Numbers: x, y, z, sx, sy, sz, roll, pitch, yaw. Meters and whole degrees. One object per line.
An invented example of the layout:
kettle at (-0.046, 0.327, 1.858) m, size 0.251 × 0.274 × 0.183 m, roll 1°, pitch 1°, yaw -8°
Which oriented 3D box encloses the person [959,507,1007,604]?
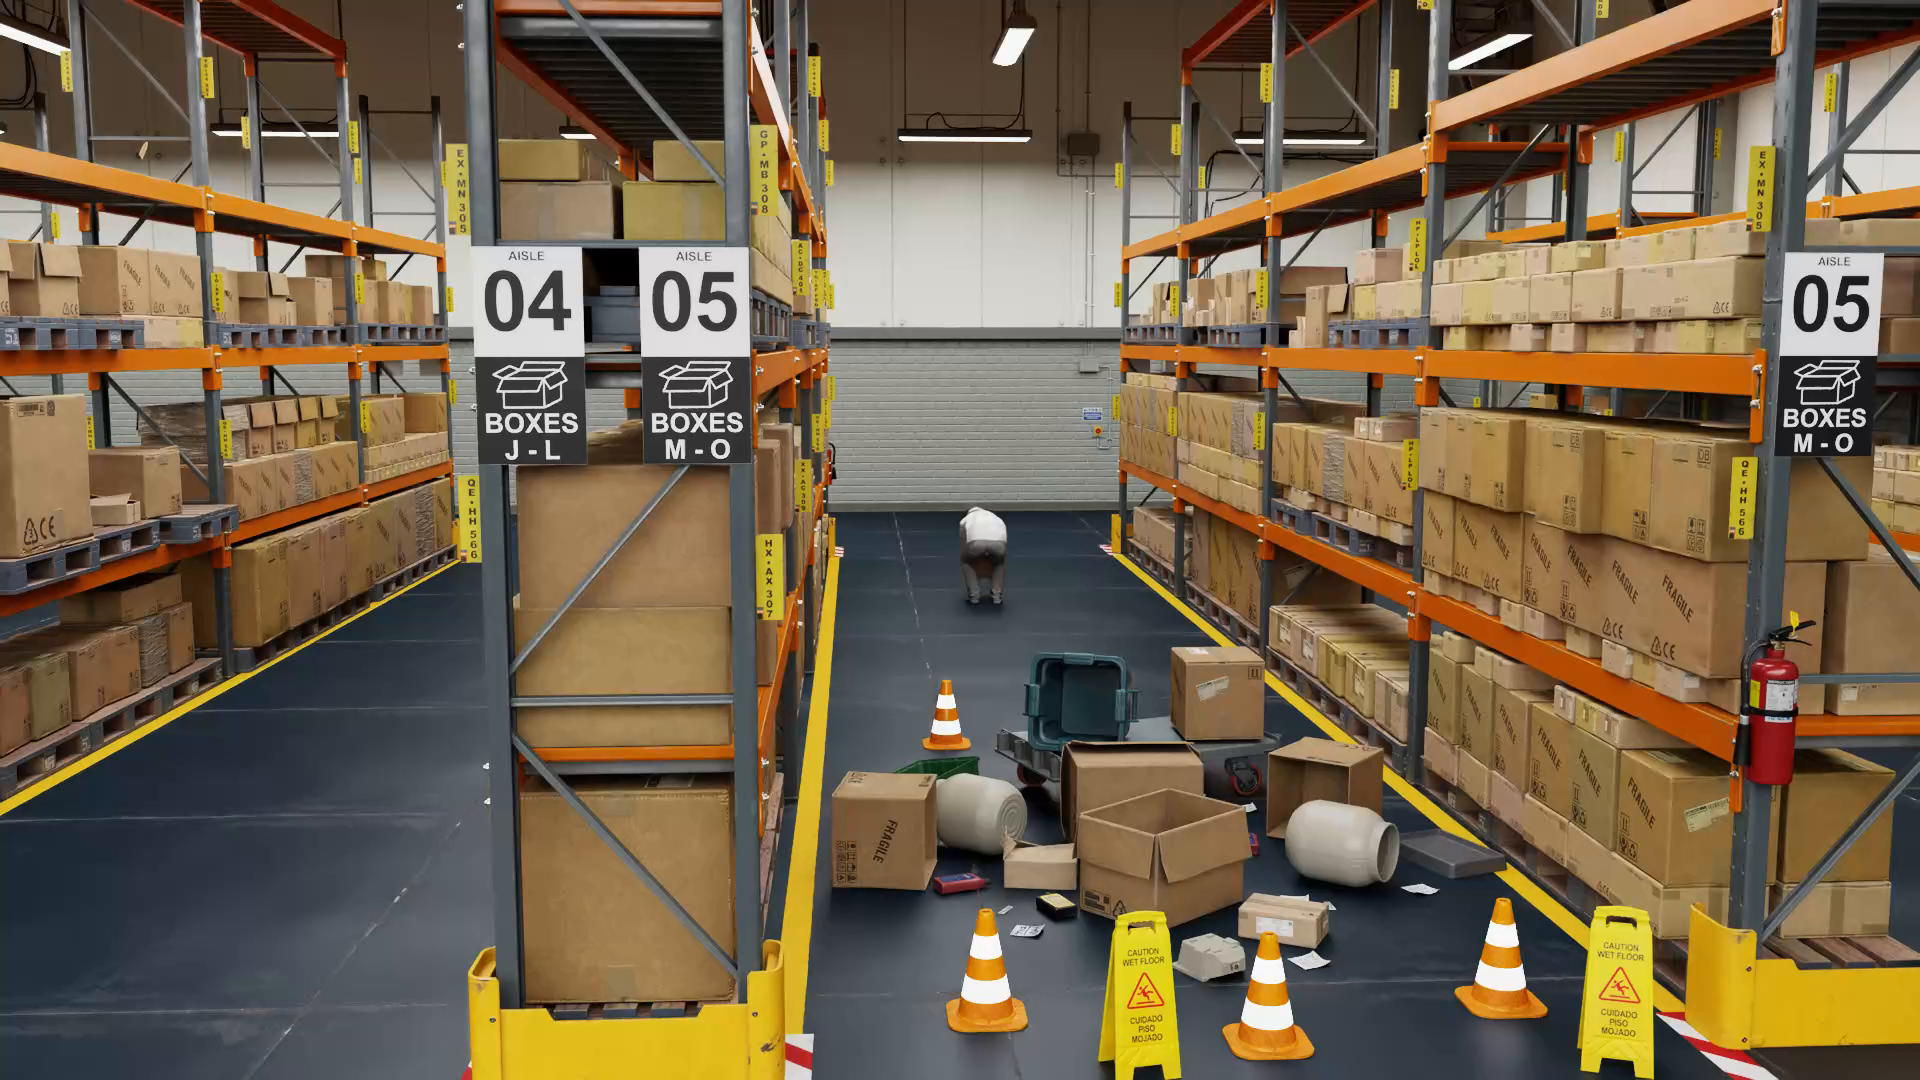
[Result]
person at (0.249, 0.171, 18.459) m, size 0.502 × 1.002 × 0.994 m, roll -1°, pitch 7°, yaw -6°
